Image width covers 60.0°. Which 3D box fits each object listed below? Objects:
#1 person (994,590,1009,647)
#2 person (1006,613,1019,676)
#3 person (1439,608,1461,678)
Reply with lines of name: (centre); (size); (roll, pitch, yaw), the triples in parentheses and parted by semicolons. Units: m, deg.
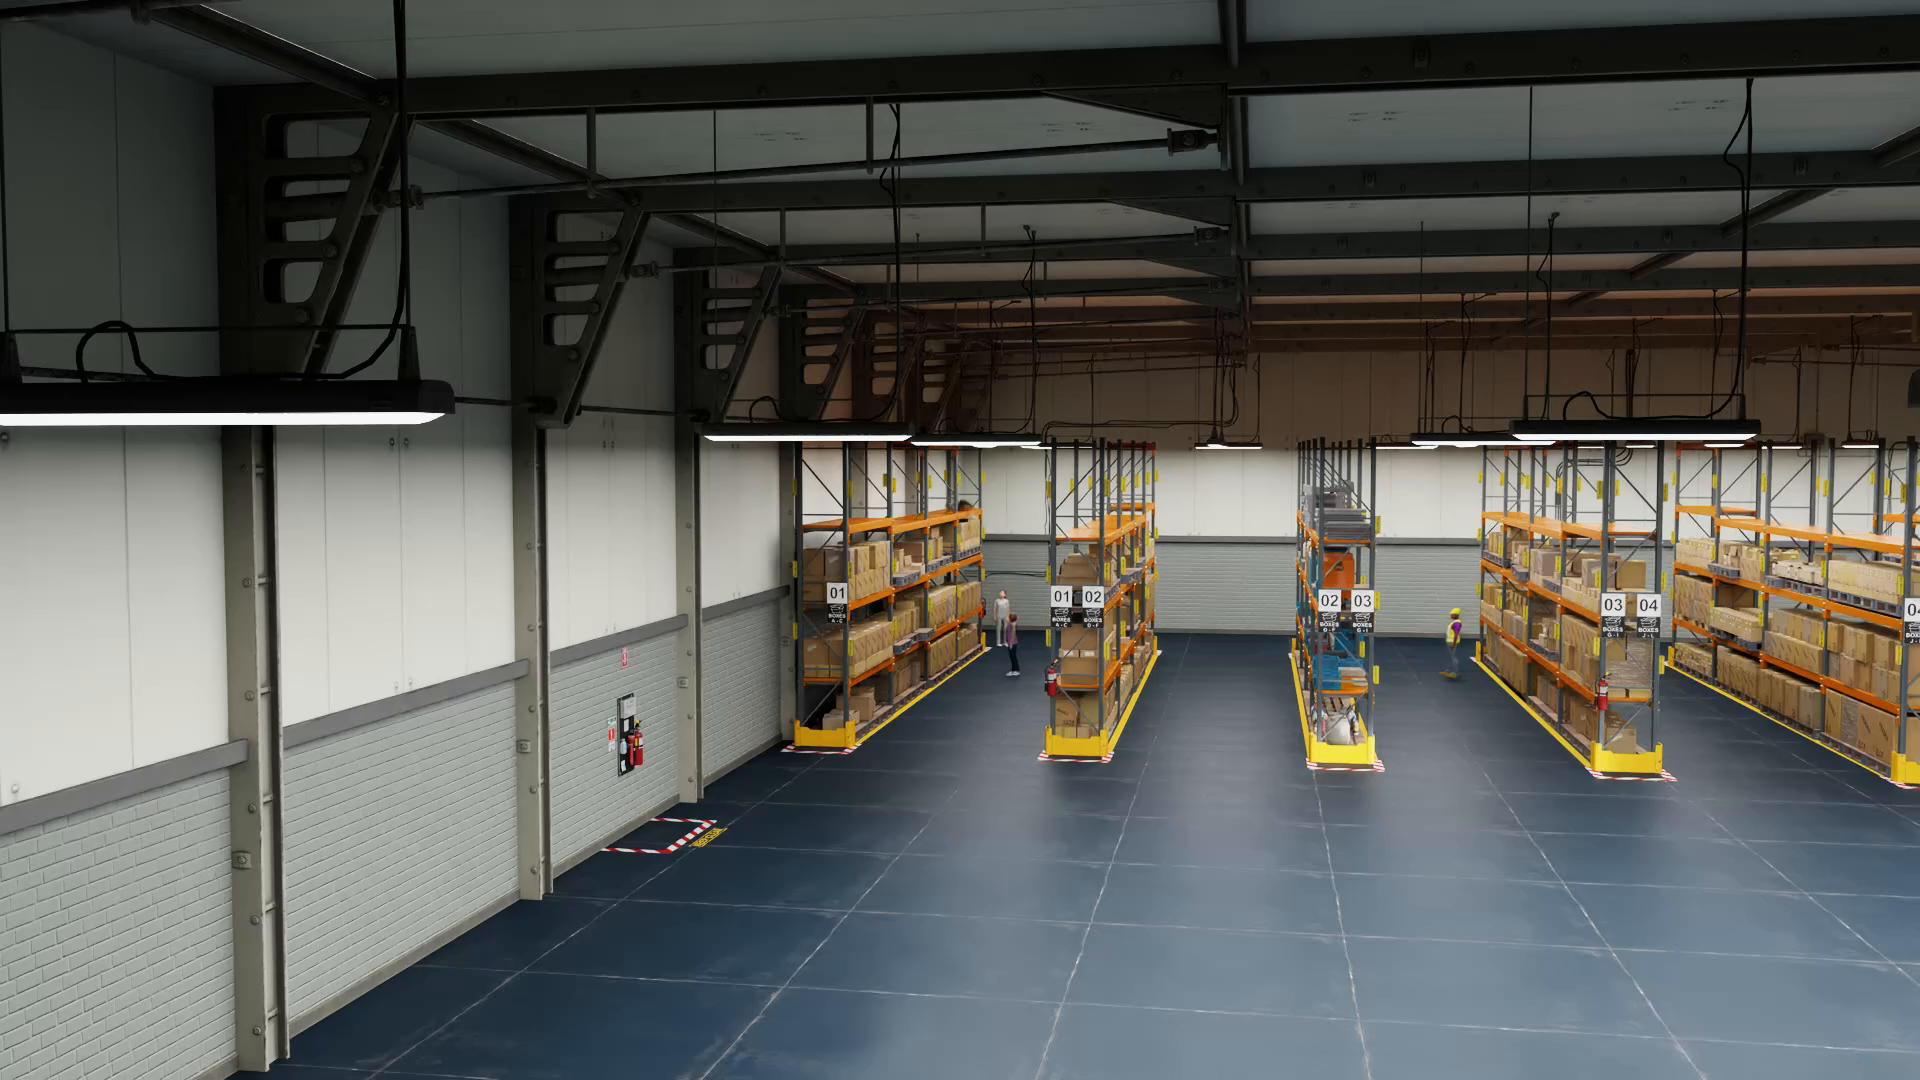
person: (1.222, 2.317, 49.007); (0.485, 1.693, 0.431); (-1, 3, -13)
person: (1.351, 2.672, 42.637); (0.343, 1.615, 0.465); (-1, 3, -10)
person: (12.461, 2.607, 42.322); (0.613, 1.760, 0.570); (2, 3, 28)
